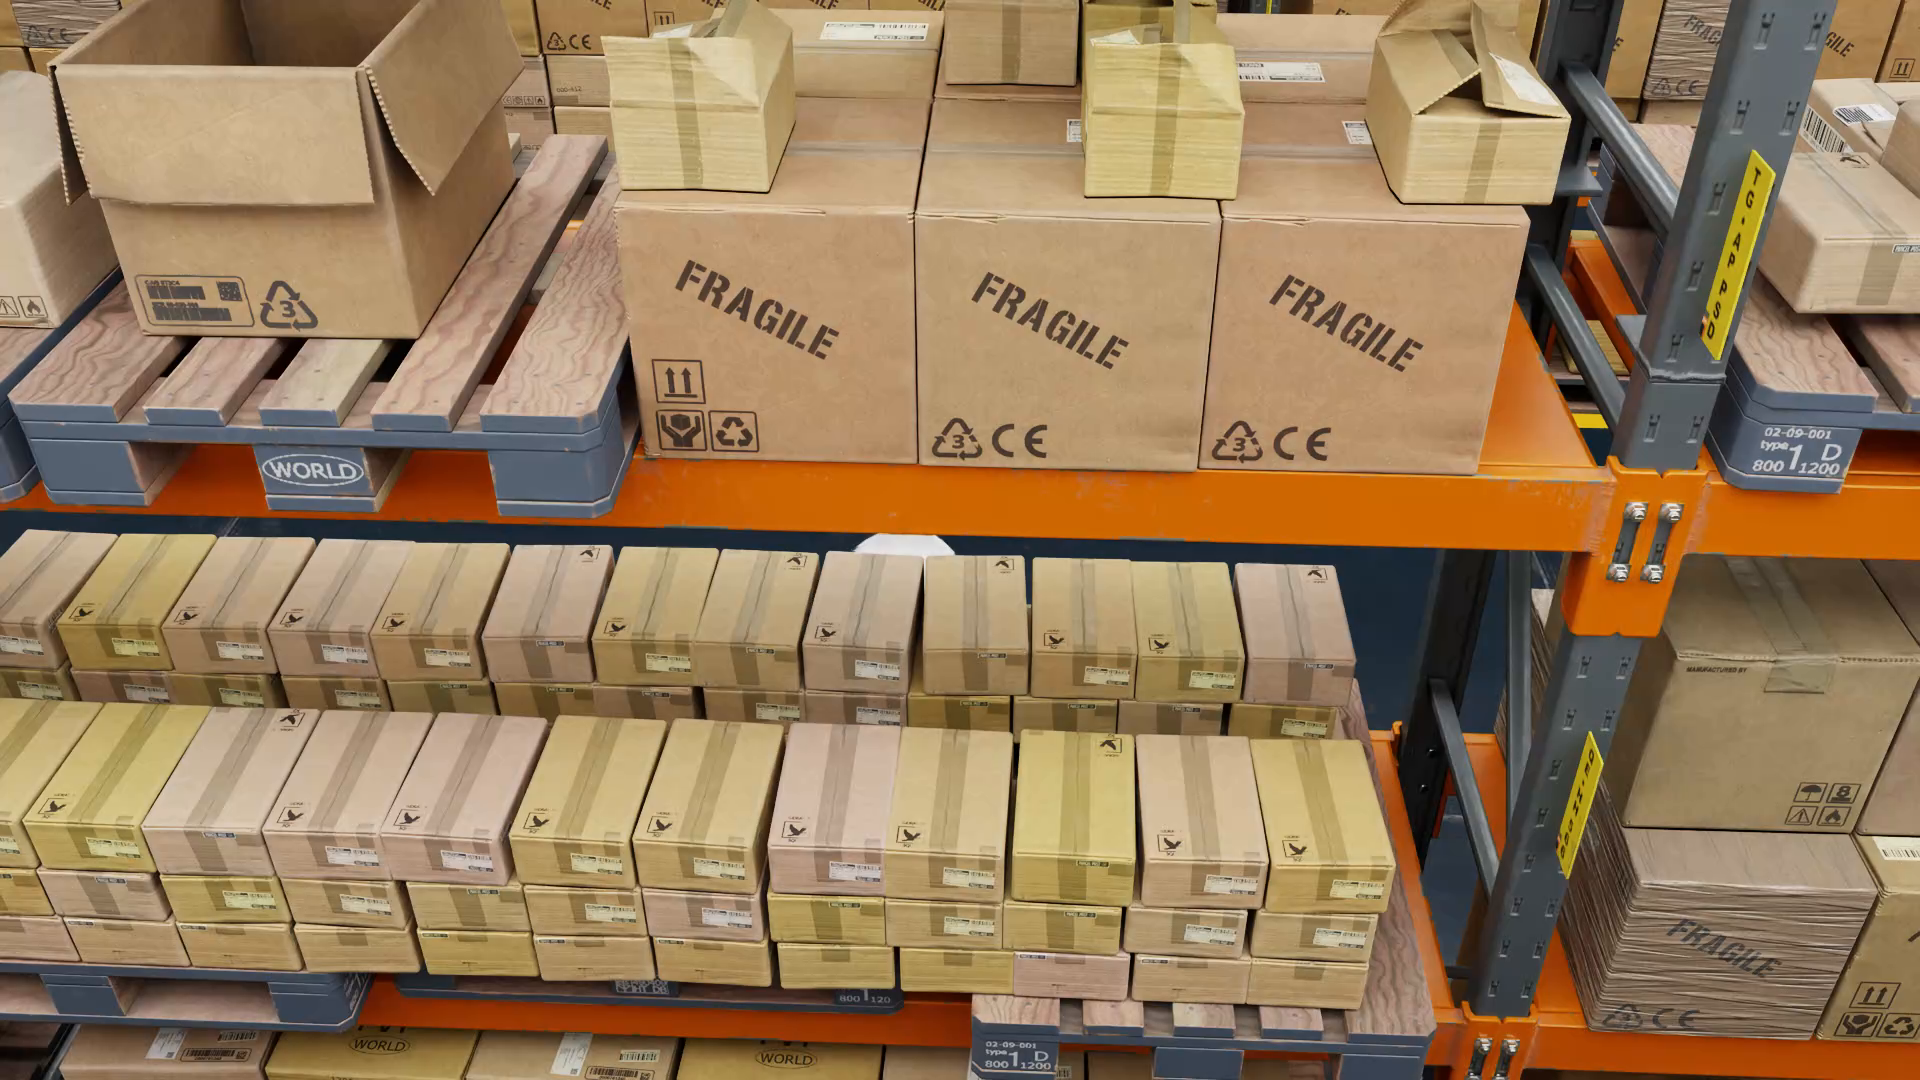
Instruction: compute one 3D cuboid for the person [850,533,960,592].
[{"bbox_3d":[-0.189,0.374,6.260,0.528,1.007,0.934,0,35,0],"label":"person"}]
